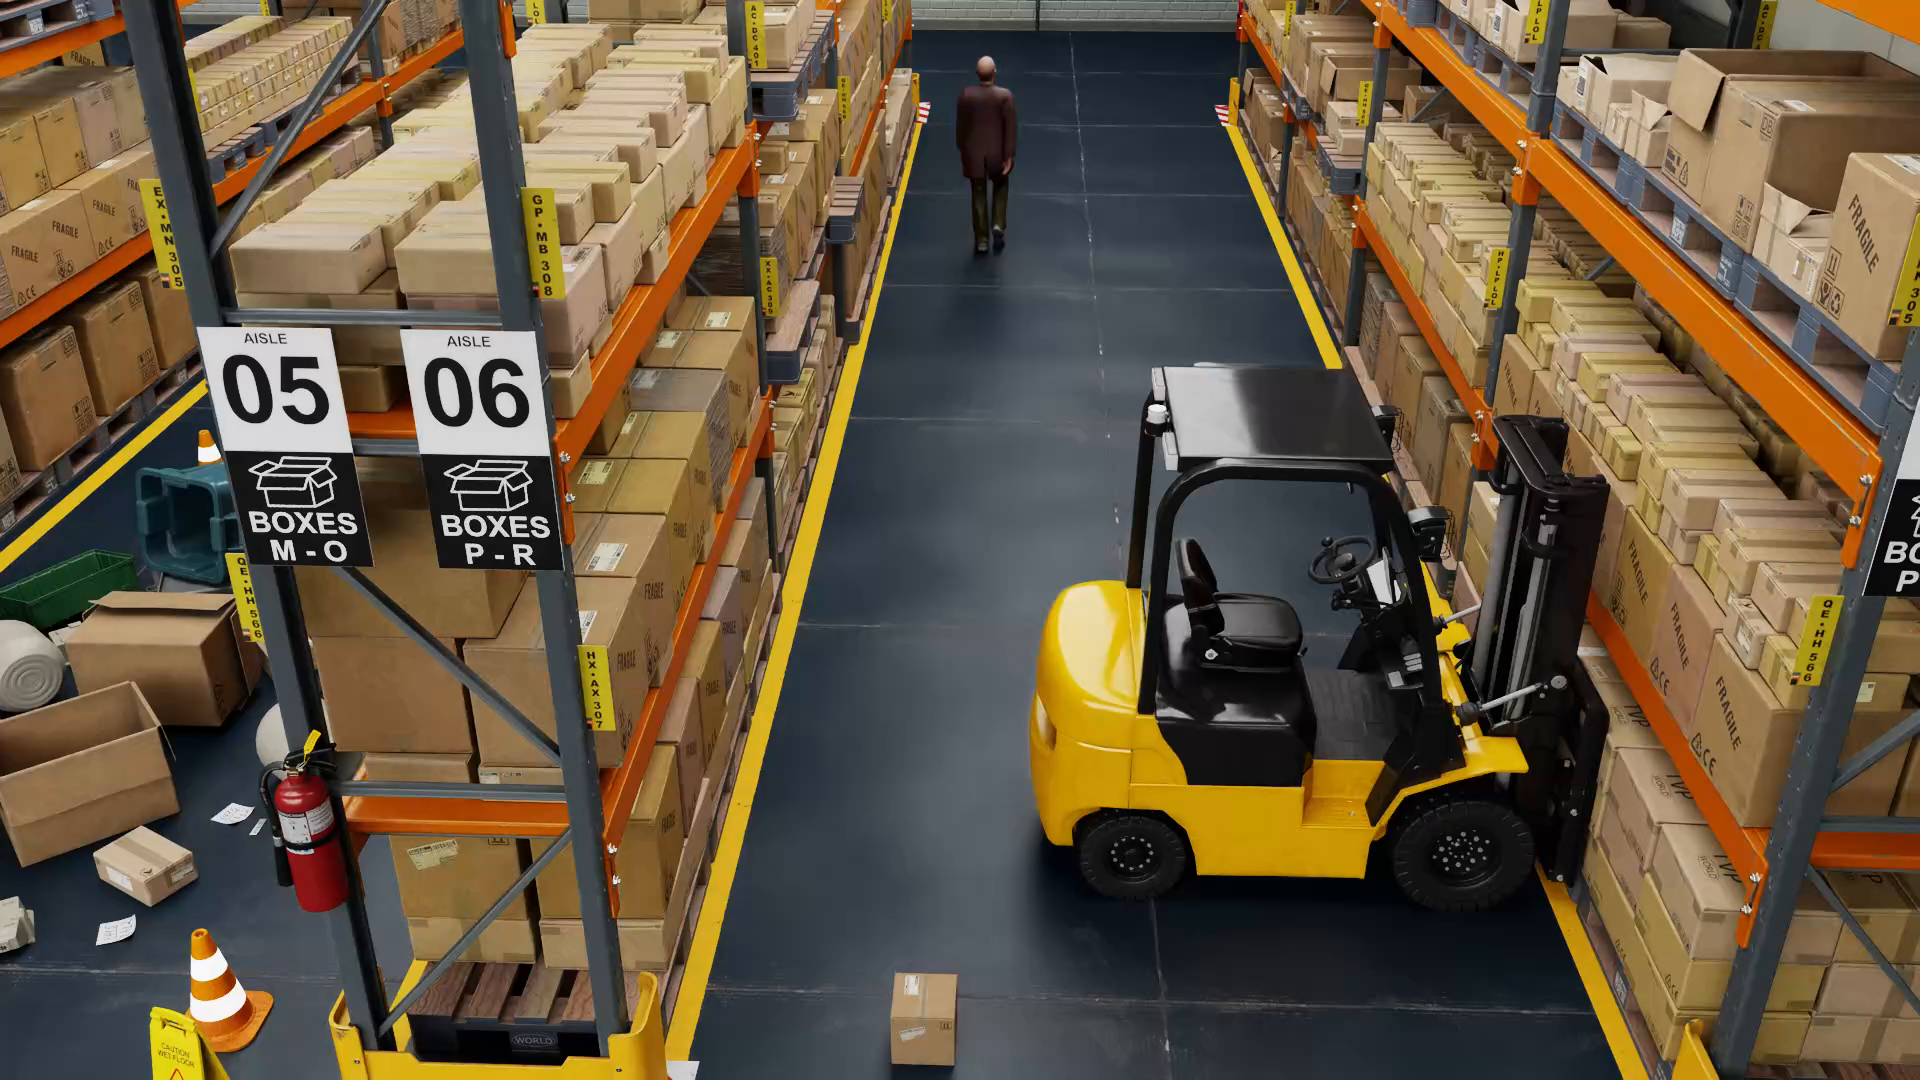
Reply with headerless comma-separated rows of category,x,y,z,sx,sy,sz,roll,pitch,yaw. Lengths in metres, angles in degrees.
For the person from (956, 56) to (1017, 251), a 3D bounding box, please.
person,0.245,-3.582,15.519,0.565,1.842,0.548,1,28,1
